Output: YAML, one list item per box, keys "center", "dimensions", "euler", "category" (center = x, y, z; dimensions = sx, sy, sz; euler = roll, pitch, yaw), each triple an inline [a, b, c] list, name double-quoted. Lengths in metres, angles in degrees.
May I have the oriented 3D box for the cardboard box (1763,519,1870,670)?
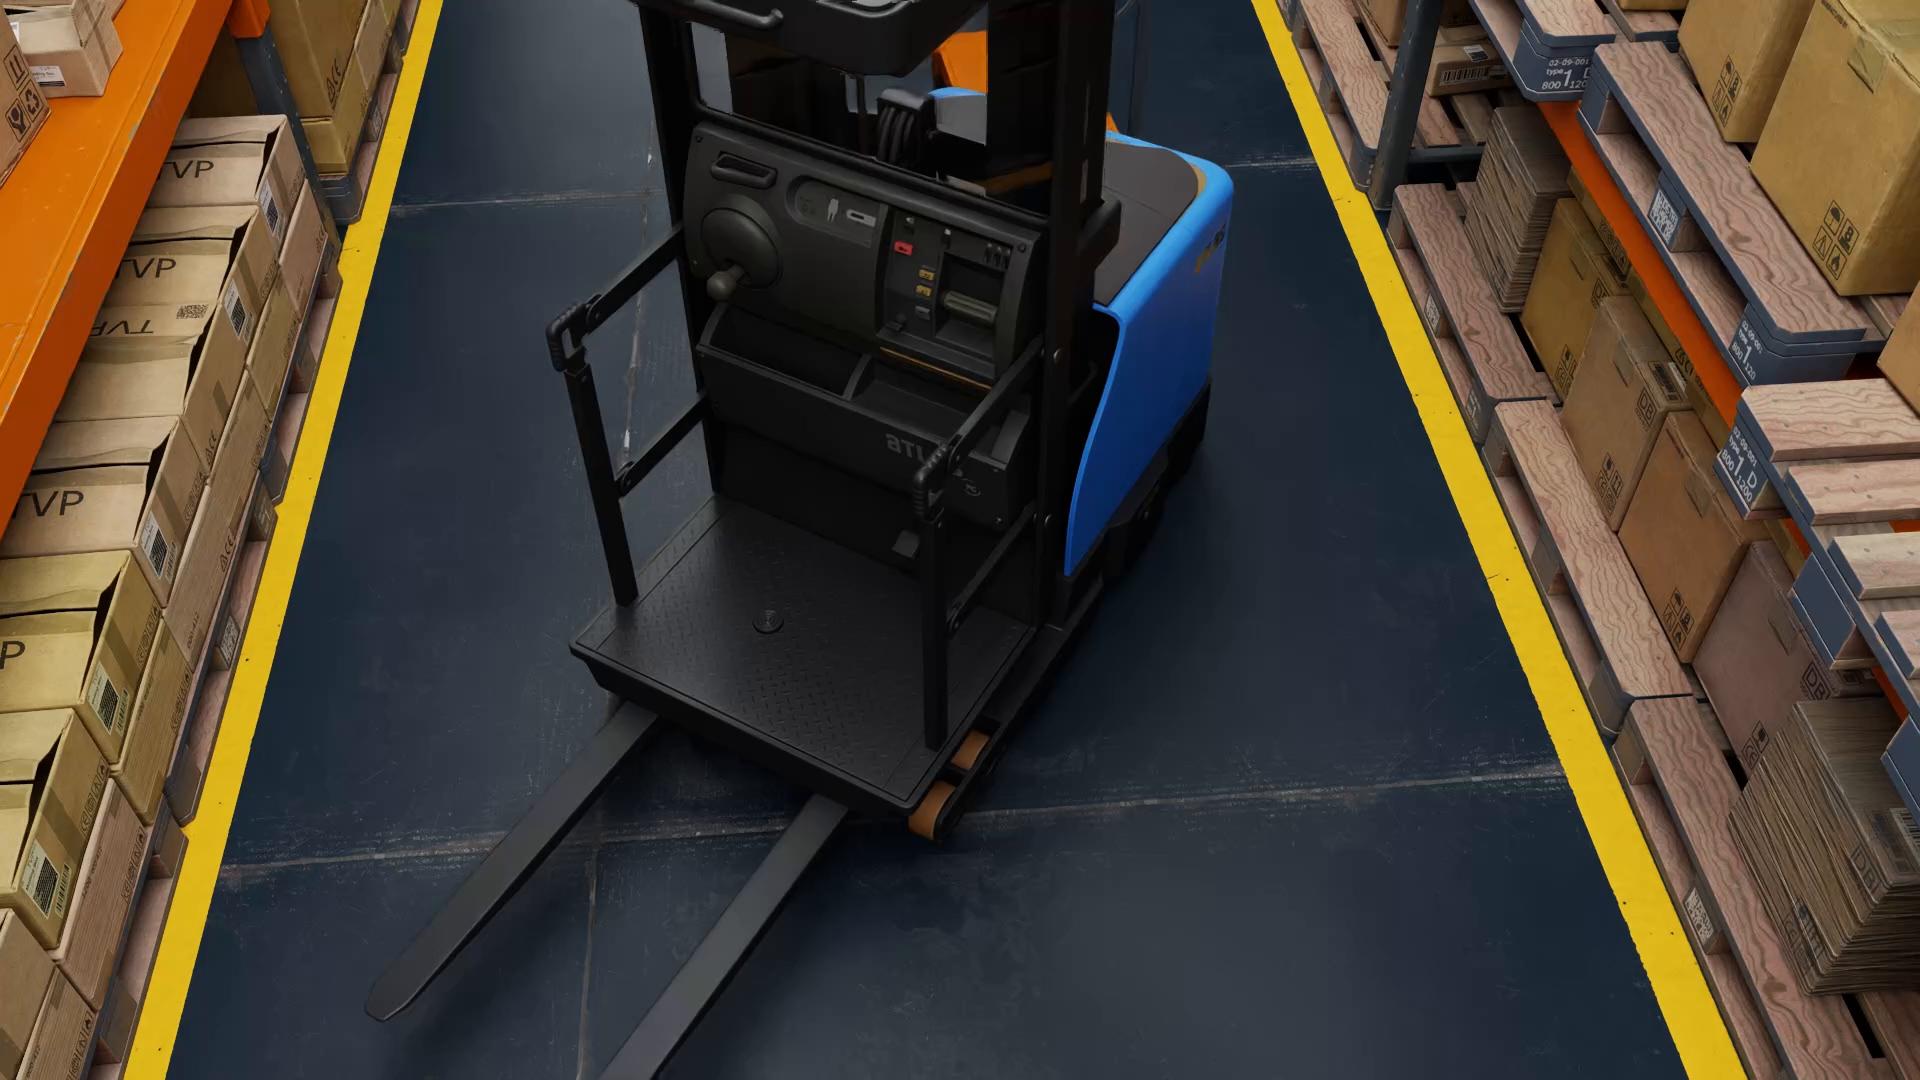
- center: [2.339, 0.036, 4.053]
  dimensions: [0.500, 0.250, 0.500]
  euler: [-3, 47, -3]
  category: "cardboard box"

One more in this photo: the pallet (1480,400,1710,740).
- center: [2.274, 0.032, 5.074]
  dimensions: [1.003, 0.211, 1.213]
  euler: [-3, 47, -3]
  category: "pallet"

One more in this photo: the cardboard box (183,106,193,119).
- center: [-3.090, -1.592, 6.297]
  dimensions: [0.500, 0.250, 0.500]
  euler: [-3, 47, -3]
  category: "cardboard box"

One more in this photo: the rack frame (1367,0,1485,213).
- center: [2.102, -2.375, 5.433]
  dimensions: [1.000, 3.000, 0.127]
  euler: [-3, 47, -3]
  category: "rack frame"

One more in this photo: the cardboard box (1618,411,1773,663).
- center: [2.328, -0.028, 4.629]
  dimensions: [0.700, 0.500, 0.500]
  euler: [-4, 47, -4]
  category: "cardboard box"

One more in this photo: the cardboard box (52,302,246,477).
- center: [-2.425, -0.450, 4.829]
  dimensions: [0.500, 0.311, 0.500]
  euler: [-4, 47, -3]
  category: "cardboard box"

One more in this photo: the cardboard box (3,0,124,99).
- center: [-2.577, -1.400, 4.602]
  dimensions: [0.396, 0.266, 0.258]
  euler: [-5, 47, -4]
  category: "cardboard box"

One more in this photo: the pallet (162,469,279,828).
- center: [-2.628, 0.303, 4.817]
  dimensions: [1.003, 0.211, 1.213]
  euler: [-3, 47, -3]
  category: "pallet"

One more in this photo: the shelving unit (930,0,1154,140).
- center: [0.246, -1.612, 5.744]
  dimensions: [0.587, 1.500, 1.083]
  euler: [-8, 47, -7]
  category: "shelving unit"

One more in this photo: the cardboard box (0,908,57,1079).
- center: [-2.250, 1.034, 3.423]
  dimensions: [0.500, 0.311, 0.500]
  euler: [-2, 47, -2]
  category: "cardboard box"

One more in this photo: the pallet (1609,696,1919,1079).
- center: [2.373, 0.913, 4.240]
  dimensions: [1.003, 0.211, 1.213]
  euler: [-3, 47, -3]
  category: "pallet"

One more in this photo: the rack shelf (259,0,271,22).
- center: [-3.001, -3.271, 6.777]
  dimensions: [1.077, 0.370, 4.000]
  euler: [-3, 47, -3]
  category: "rack shelf"

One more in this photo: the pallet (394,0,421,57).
- center: [-2.964, -2.575, 7.543]
  dimensions: [1.003, 0.211, 1.213]
  euler: [-3, 47, -3]
  category: "pallet"

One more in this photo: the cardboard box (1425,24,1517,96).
- center: [2.027, -1.937, 6.667]
  dimensions: [0.380, 0.166, 0.250]
  euler: [-9, 47, -8]
  category: "cardboard box"

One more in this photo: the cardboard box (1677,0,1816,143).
- center: [2.237, -1.311, 4.054]
  dimensions: [0.700, 0.500, 0.500]
  euler: [2, 47, 2]
  category: "cardboard box"

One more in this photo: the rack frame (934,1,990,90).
- center: [0.148, -1.981, 6.093]
  dimensions: [0.500, 1.500, 0.032]
  euler: [-8, 47, -7]
  category: "rack frame"

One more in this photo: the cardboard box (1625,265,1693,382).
- center: [2.268, -0.698, 4.748]
  dimensions: [0.500, 0.250, 0.500]
  euler: [-5, 47, -4]
  category: "cardboard box"

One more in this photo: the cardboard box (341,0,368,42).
- center: [-2.610, -2.244, 6.397]
  dimensions: [0.500, 0.500, 0.500]
  euler: [-3, 47, -3]
  category: "cardboard box"

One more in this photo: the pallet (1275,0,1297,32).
- center: [1.905, -2.785, 7.742]
  dimensions: [1.003, 0.211, 1.213]
  euler: [-3, 47, -3]
  category: "pallet"

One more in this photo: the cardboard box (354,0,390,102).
- center: [-2.607, -1.986, 6.670]
  dimensions: [0.500, 0.250, 0.500]
  euler: [-3, 47, -3]
  category: "cardboard box"

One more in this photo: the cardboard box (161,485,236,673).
- center: [-2.385, 0.117, 4.678]
  dimensions: [0.500, 0.250, 0.500]
  euler: [-3, 47, -2]
  category: "cardboard box"

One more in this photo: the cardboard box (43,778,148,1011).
- center: [-2.293, 0.864, 3.971]
  dimensions: [0.500, 0.250, 0.500]
  euler: [-5, 47, -4]
  category: "cardboard box"

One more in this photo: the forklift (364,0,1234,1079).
- center: [-0.360, -0.586, 3.786]
  dimensions: [1.130, 2.935, 3.031]
  euler: [22, 51, 20]
  category: "forklift"

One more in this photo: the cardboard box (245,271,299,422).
- center: [-2.470, -0.622, 5.377]
  dimensions: [0.500, 0.250, 0.500]
  euler: [-4, 47, -4]
  category: "cardboard box"

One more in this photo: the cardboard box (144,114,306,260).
- center: [-2.514, -1.187, 5.527]
  dimensions: [0.500, 0.311, 0.500]
  euler: [-3, 47, -3]
  category: "cardboard box"

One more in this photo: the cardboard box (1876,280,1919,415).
- center: [2.314, -0.409, 3.199]
  dimensions: [0.700, 0.500, 0.500]
  euler: [-7, 47, -7]
  category: "cardboard box"

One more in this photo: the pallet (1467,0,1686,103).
- center: [2.021, -1.747, 4.971]
  dimensions: [1.003, 0.211, 1.213]
  euler: [-3, 47, -3]
  category: "pallet"

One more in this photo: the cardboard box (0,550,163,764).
- center: [-2.343, 0.286, 4.132]
  dimensions: [0.500, 0.311, 0.500]
  euler: [-5, 47, -4]
  category: "cardboard box"

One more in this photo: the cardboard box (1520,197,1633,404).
- center: [2.274, -0.764, 5.327]
  dimensions: [0.700, 0.500, 0.500]
  euler: [-4, 47, -4]
  category: "cardboard box"

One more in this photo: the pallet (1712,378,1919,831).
- center: [2.271, 0.076, 3.244]
  dimensions: [1.213, 0.211, 1.003]
  euler: [-3, 47, -3]
  category: "pallet"

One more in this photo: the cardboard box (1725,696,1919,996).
- center: [2.325, 0.710, 3.931]
  dimensions: [0.700, 0.500, 0.500]
  euler: [-3, 47, -3]
  category: "cardboard box"
